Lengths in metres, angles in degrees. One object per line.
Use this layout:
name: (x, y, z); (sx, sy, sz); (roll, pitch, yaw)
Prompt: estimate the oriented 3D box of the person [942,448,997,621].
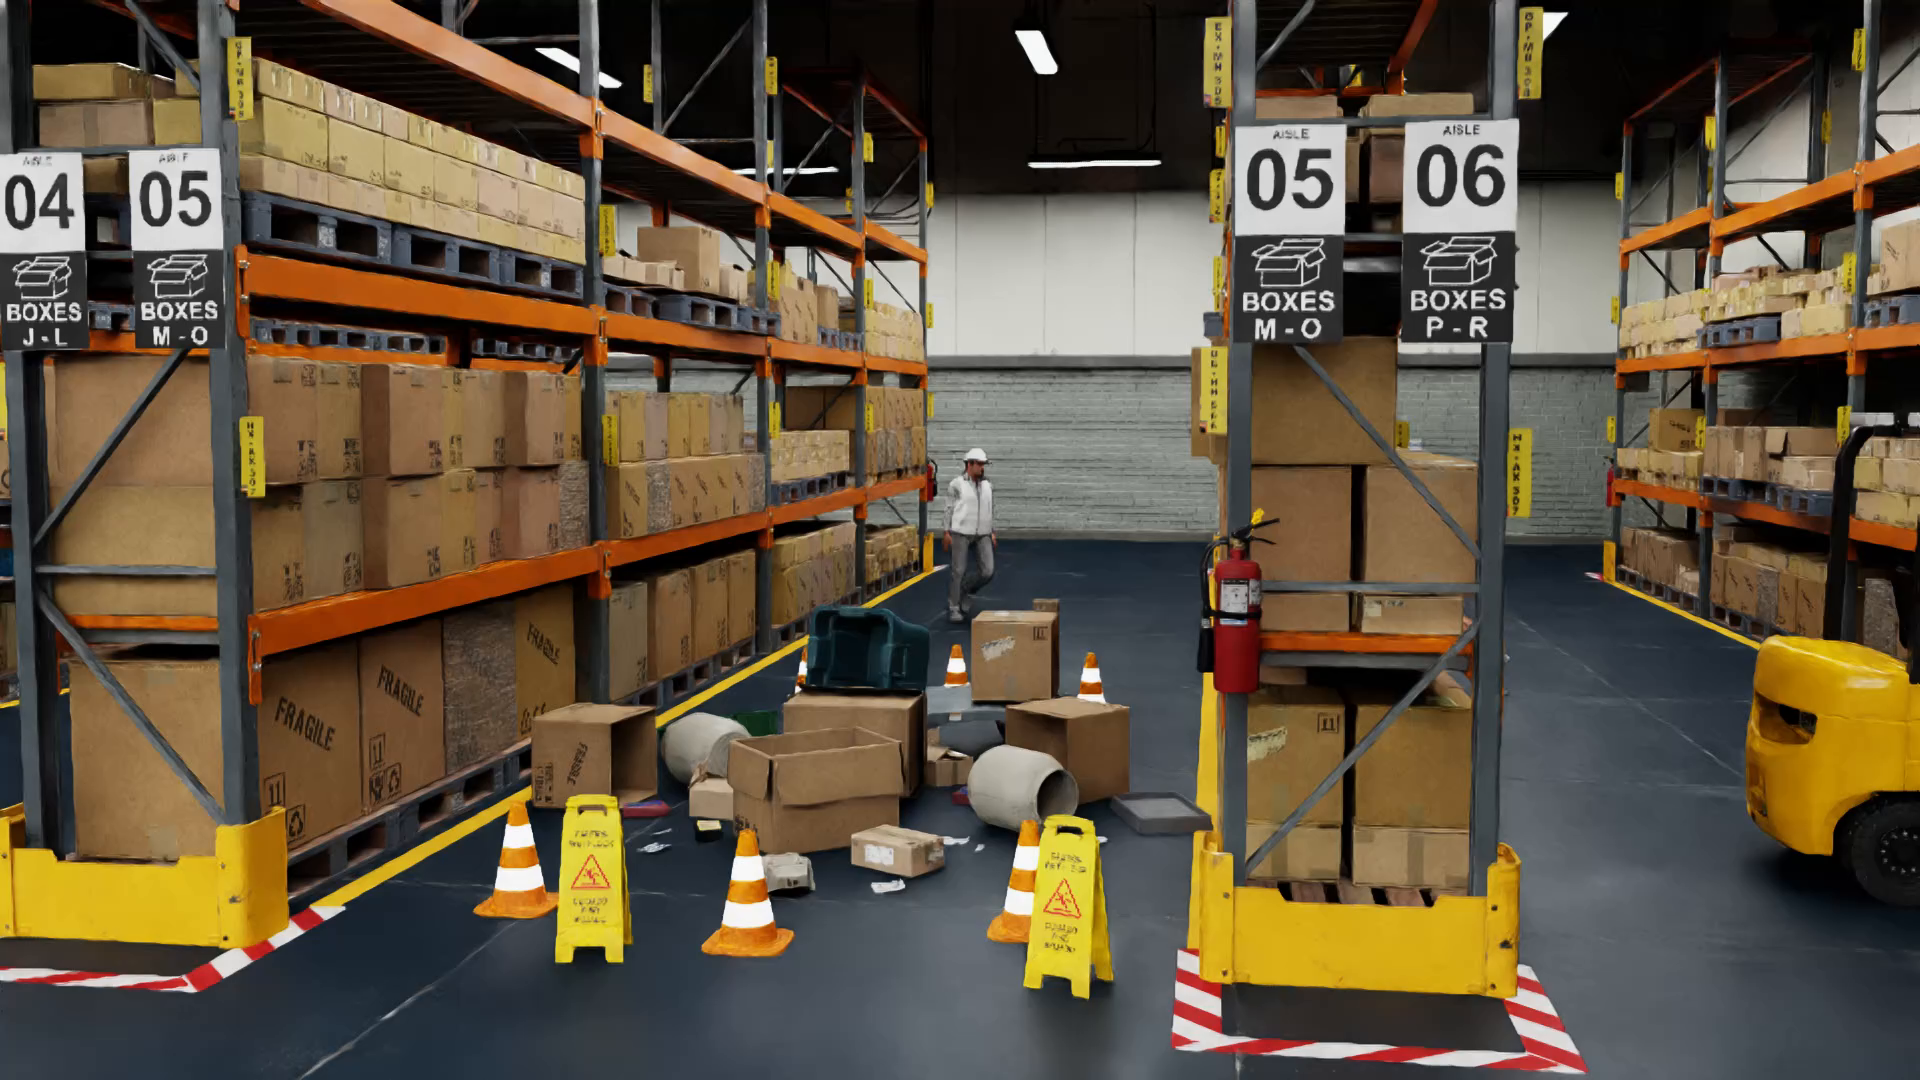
person: (0.100, -0.062, 17.083); (0.603, 1.758, 0.510); (-2, 5, -24)
